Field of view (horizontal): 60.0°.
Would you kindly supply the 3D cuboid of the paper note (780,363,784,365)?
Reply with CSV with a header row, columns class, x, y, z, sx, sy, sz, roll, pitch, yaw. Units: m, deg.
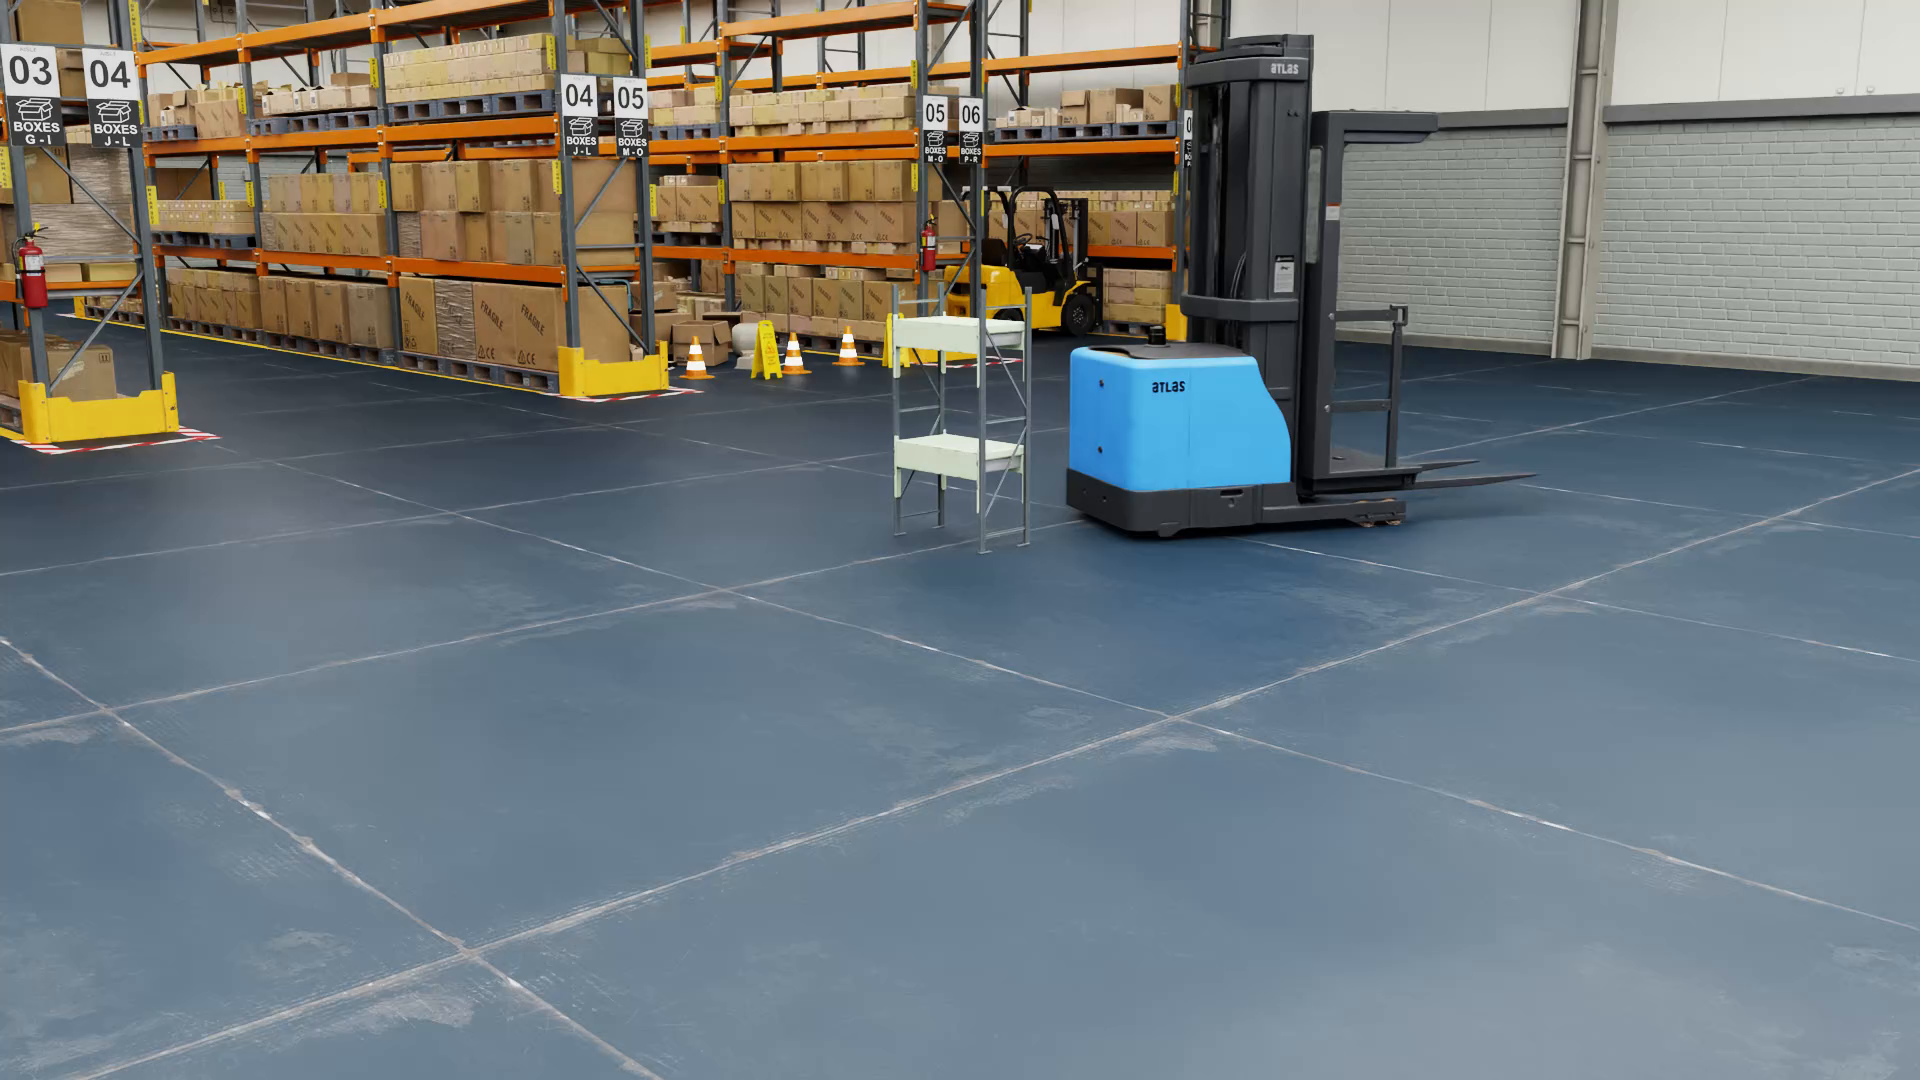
class,x,y,z,sx,sy,sz,roll,pitch,yaw
paper note,-2.225,-2.145,20.245,0.142,0.019,0.148,6,13,26

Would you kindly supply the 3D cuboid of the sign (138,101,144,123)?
class,x,y,z,sx,sy,sz,roll,pitch,yaw
sign,-12.317,-6.431,24.976,0.100,0.325,0.005,-11,16,-43

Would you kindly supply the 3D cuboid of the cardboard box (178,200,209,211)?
class,x,y,z,sx,sy,sz,roll,pitch,yaw
cardboard box,-11.096,-4.849,24.121,0.380,0.149,0.250,-10,15,-40

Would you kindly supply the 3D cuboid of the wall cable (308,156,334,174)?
class,x,y,z,sx,sy,sz,roll,pitch,yaw
wall cable,-14.075,-7.590,36.800,0.588,1.984,0.122,-11,16,-43

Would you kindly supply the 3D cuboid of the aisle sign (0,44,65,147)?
class,x,y,z,sx,sy,sz,roll,pitch,yaw
aisle sign,-7.474,-3.580,13.411,0.394,0.787,0.004,-11,16,-43

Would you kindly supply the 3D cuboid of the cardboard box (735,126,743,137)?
class,x,y,z,sx,sy,sz,roll,pitch,yaw
cardboard box,-2.856,-5.588,22.788,0.380,0.149,0.250,-11,16,-43

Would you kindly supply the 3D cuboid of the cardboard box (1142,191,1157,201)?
class,x,y,z,sx,sy,sz,roll,pitch,yaw
cardboard box,2.863,-4.997,24.142,0.380,0.149,0.250,-11,16,-42

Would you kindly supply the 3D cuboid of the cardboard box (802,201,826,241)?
class,x,y,z,sx,sy,sz,roll,pitch,yaw
cardboard box,-1.728,-4.198,21.867,0.500,0.500,0.500,-11,16,-42

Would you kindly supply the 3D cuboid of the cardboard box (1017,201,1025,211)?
class,x,y,z,sx,sy,sz,roll,pitch,yaw
cardboard box,1.103,-5.226,25.989,0.380,0.149,0.250,-11,16,-43

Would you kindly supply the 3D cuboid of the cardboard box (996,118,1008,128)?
class,x,y,z,sx,sy,sz,roll,pitch,yaw
cardboard box,0.783,-6.507,25.963,0.380,0.149,0.250,-10,16,-41

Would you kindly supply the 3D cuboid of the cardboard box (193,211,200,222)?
class,x,y,z,sx,sy,sz,roll,pitch,yaw
cardboard box,-10.730,-4.626,23.777,0.380,0.149,0.250,-10,16,-41

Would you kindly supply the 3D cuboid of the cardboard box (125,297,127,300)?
class,x,y,z,sx,sy,sz,roll,pitch,yaw
cardboard box,-13.387,-3.988,27.121,0.380,0.149,0.250,-10,15,-40

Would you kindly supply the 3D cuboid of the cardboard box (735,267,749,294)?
class,x,y,z,sx,sy,sz,roll,pitch,yaw
cardboard box,-3.944,-4.911,31.471,0.500,0.500,0.500,11,16,43

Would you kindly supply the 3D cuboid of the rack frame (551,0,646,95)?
class,x,y,z,sx,sy,sz,roll,pitch,yaw
rack frame,-3.642,-5.972,16.598,1.000,3.000,0.127,-11,16,-43

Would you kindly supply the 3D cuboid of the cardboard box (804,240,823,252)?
class,x,y,z,sx,sy,sz,roll,pitch,yaw
cardboard box,-1.838,-3.887,21.969,0.380,0.149,0.250,-11,16,-43

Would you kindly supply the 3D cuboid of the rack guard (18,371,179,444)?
class,x,y,z,sx,sy,sz,roll,pitch,yaw
rack guard,-7.352,-1.144,14.226,1.175,0.500,0.348,-11,16,-43

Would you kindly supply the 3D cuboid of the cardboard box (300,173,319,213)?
class,x,y,z,sx,sy,sz,roll,pitch,yaw
cardboard box,-8.158,-4.525,21.715,0.700,0.500,0.500,-11,16,-43

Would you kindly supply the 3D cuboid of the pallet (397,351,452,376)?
class,x,y,z,sx,sy,sz,roll,pitch,yaw
pallet,-5.936,-2.130,19.726,1.003,0.211,1.213,-11,16,-43

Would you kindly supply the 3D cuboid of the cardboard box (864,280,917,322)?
class,x,y,z,sx,sy,sz,roll,pitch,yaw
cardboard box,-0.874,-3.045,21.173,0.500,0.500,0.500,-11,16,-42

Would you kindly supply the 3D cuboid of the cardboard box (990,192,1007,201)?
class,x,y,z,sx,sy,sz,roll,pitch,yaw
cardboard box,0.699,-5.439,26.284,0.380,0.149,0.250,-10,16,-41

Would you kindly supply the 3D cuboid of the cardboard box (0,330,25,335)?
class,x,y,z,sx,sy,sz,roll,pitch,yaw
cardboard box,-9.414,-1.776,16.252,0.500,0.500,0.500,-5,13,-25

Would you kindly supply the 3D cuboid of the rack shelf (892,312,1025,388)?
class,x,y,z,sx,sy,sz,roll,pitch,yaw
rack shelf,0.005,-1.116,9.677,0.431,0.370,0.720,-11,16,-43

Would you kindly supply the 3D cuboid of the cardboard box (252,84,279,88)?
class,x,y,z,sx,sy,sz,roll,pitch,yaw
cardboard box,-9.808,-6.299,23.472,0.396,0.266,0.258,-11,16,-43

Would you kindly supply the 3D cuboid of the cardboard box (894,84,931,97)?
class,x,y,z,sx,sy,sz,roll,pitch,yaw
cardboard box,-0.579,-5.483,20.305,0.380,0.149,0.250,-11,16,-42

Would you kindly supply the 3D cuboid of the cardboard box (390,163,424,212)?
class,x,y,z,sx,sy,sz,roll,pitch,yaw
cardboard box,-6.175,-4.161,19.628,0.875,0.550,0.550,-11,16,-43

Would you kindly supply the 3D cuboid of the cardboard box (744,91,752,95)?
class,x,y,z,sx,sy,sz,roll,pitch,yaw
cardboard box,-3.360,-6.381,24.107,0.500,0.250,0.500,-11,16,-44

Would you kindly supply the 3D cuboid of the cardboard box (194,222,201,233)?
class,x,y,z,sx,sy,sz,roll,pitch,yaw
cardboard box,-10.722,-4.480,23.804,0.380,0.149,0.250,-10,15,-41

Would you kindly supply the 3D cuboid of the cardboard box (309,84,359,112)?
class,x,y,z,sx,sy,sz,roll,pitch,yaw
cardboard box,-7.774,-5.523,20.783,0.500,0.311,0.500,11,16,43

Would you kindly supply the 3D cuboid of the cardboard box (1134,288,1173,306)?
class,x,y,z,sx,sy,sz,roll,pitch,yaw
cardboard box,2.893,-3.562,24.301,0.500,0.250,0.500,-11,16,-43

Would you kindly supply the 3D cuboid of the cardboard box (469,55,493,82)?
class,x,y,z,sx,sy,sz,roll,pitch,yaw
cardboard box,-4.873,-5.009,17.702,0.500,0.250,0.500,-11,16,-43

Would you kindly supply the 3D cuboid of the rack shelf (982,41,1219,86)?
class,x,y,z,sx,sy,sz,roll,pitch,yaw
rack shelf,2.074,-7.112,24.907,1.077,0.370,4.000,-11,16,-43

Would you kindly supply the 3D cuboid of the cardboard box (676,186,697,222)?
class,x,y,z,sx,sy,sz,roll,pitch,yaw
cardboard box,-3.723,-4.830,23.896,0.500,0.500,0.500,-11,16,-42

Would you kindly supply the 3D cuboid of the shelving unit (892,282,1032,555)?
class,x,y,z,sx,sy,sz,roll,pitch,yaw
shelving unit,0.005,-0.734,9.755,0.431,1.500,0.755,-11,16,-43

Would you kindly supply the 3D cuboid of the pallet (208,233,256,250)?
class,x,y,z,sx,sy,sz,roll,pitch,yaw
pallet,-9.736,-4.196,23.322,1.213,0.211,1.003,-11,16,-43

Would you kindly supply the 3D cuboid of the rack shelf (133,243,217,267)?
class,x,y,z,sx,sy,sz,roll,pitch,yaw
rack shelf,-13.311,-4.725,27.193,1.077,0.370,4.000,-11,16,-43

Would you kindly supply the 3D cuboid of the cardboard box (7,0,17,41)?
class,x,y,z,sx,sy,sz,roll,pitch,yaw
cardboard box,-8.553,-4.457,14.453,0.500,0.500,0.500,-11,16,-43

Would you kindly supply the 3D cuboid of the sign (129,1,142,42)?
class,x,y,z,sx,sy,sz,roll,pitch,yaw
sign,-6.907,-4.330,13.896,0.100,0.325,0.005,-11,16,-43

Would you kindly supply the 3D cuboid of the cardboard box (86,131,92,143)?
class,x,y,z,sx,sy,sz,roll,pitch,yaw
cardboard box,-13.841,-6.513,27.026,0.500,0.250,0.500,11,16,43

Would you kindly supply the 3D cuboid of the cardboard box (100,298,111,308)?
class,x,y,z,sx,sy,sz,roll,pitch,yaw
cardboard box,-14.048,-3.942,27.638,0.380,0.149,0.250,-11,16,-42

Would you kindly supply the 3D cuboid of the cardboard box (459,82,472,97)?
class,x,y,z,sx,sy,sz,roll,pitch,yaw
cardboard box,-5.170,-4.858,17.960,0.380,0.149,0.250,-11,16,-42

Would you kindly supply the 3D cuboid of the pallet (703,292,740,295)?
class,x,y,z,sx,sy,sz,roll,pitch,yaw
pallet,-4.243,-4.703,32.214,1.003,0.211,1.213,-11,16,-43

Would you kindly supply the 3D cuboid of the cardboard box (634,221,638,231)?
class,x,y,z,sx,sy,sz,roll,pitch,yaw
cardboard box,-4.842,-4.755,25.142,0.380,0.149,0.250,-10,15,-39

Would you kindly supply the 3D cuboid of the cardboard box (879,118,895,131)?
class,x,y,z,sx,sy,sz,roll,pitch,yaw
cardboard box,-0.776,-5.129,20.563,0.380,0.149,0.250,-11,16,-42

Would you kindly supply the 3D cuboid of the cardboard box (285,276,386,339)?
class,x,y,z,sx,sy,sz,roll,pitch,yaw
cardboard box,-8.205,-3.077,21.945,1.050,0.750,0.750,-11,16,-42

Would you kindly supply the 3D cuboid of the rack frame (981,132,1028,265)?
class,x,y,z,sx,sy,sz,roll,pitch,yaw
rack frame,0.693,-5.014,26.816,1.000,3.000,0.127,-11,16,-43

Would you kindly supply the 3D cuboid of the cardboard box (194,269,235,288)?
class,x,y,z,sx,sy,sz,roll,pitch,yaw
cardboard box,-10.892,-3.837,24.396,0.500,0.250,0.500,-10,15,-40

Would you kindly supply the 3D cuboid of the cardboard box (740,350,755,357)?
class,x,y,z,sx,sy,sz,roll,pitch,yaw
cardboard box,-2.498,-2.252,20.472,0.380,0.149,0.250,-3,12,-13

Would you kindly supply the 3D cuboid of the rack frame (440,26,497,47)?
class,x,y,z,sx,sy,sz,roll,pitch,yaw
rack frame,-8.419,-8.428,28.518,1.000,3.000,0.127,-11,16,-43

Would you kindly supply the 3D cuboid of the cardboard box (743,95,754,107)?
class,x,y,z,sx,sy,sz,roll,pitch,yaw
cardboard box,-2.712,-5.933,22.490,0.380,0.149,0.250,-10,15,-41

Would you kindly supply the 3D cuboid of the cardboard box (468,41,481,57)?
class,x,y,z,sx,sy,sz,roll,pitch,yaw
cardboard box,-4.998,-5.213,17.703,0.380,0.149,0.250,-11,16,-43

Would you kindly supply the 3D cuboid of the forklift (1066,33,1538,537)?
class,x,y,z,sx,sy,sz,roll,pitch,yaw
forklift,2.255,-1.610,10.461,3.031,2.935,1.130,-4,12,-19

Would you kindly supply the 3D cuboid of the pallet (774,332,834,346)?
class,x,y,z,sx,sy,sz,roll,pitch,yaw
pallet,-2.405,-2.863,23.286,1.003,0.211,1.213,-11,16,-43
